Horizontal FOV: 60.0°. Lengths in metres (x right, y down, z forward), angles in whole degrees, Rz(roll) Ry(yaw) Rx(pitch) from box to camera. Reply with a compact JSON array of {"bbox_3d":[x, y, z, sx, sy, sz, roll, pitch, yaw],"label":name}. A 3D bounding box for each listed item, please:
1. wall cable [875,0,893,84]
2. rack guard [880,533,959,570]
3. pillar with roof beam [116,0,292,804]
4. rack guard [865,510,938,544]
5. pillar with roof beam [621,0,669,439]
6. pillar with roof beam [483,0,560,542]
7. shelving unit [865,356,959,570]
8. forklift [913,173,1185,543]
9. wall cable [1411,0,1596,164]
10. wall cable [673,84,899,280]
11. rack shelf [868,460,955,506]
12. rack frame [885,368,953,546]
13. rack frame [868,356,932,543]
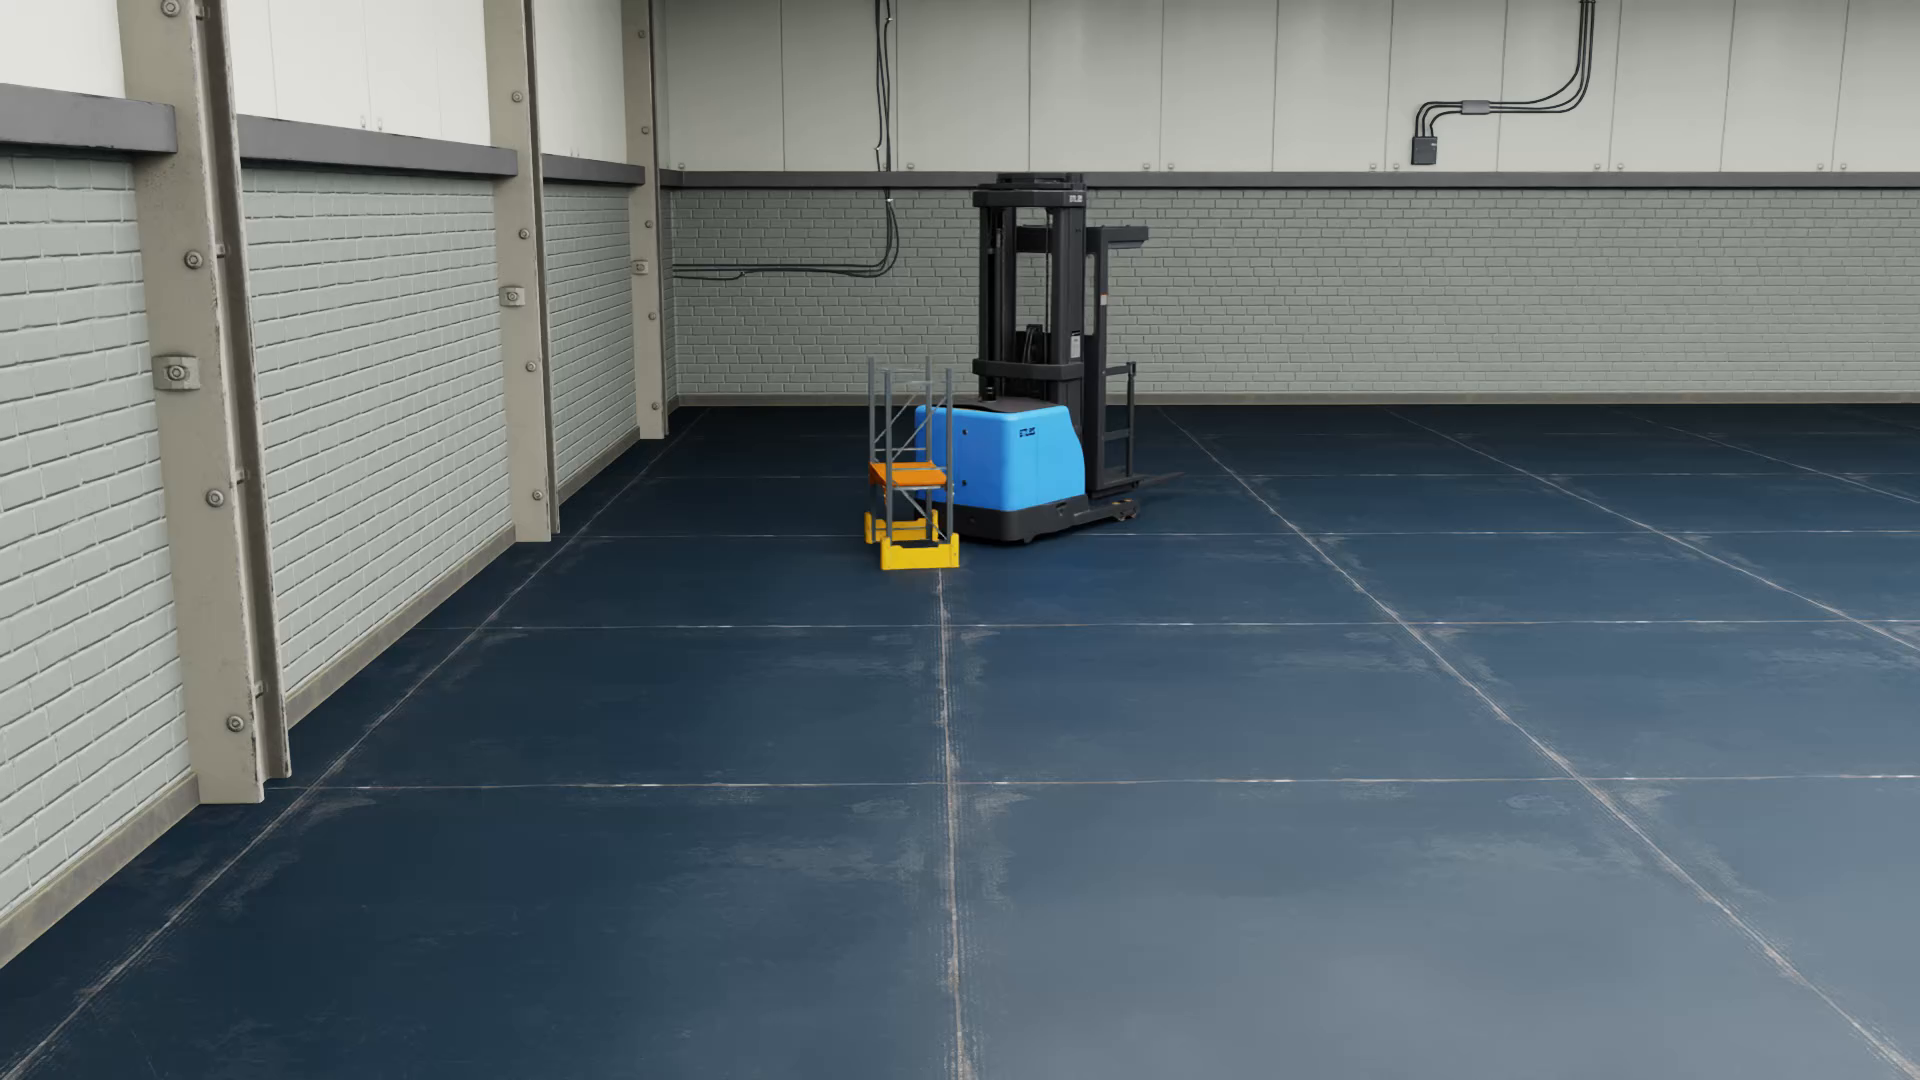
[{"bbox_3d":[0.352,-7.185,21.448,3.097,2.526,0.112,0,11,-1],"label":"wall cable"},{"bbox_3d":[-0.304,0.087,12.500,0.587,0.250,0.087,-2,12,-10],"label":"rack guard"},{"bbox_3d":[0.938,-3.262,7.003,9.100,9.000,0.400,0,11,-1],"label":"pillar with roof beam"},{"bbox_3d":[-0.474,-0.108,13.462,0.587,0.250,0.087,-2,12,-10],"label":"rack guard"},{"bbox_3d":[0.690,-5.647,18.761,9.100,9.000,0.400,0,11,-1],"label":"pillar with roof beam"},{"bbox_3d":[0.814,-4.454,12.882,9.100,9.000,0.400,0,11,-1],"label":"pillar with roof beam"},{"bbox_3d":[-0.389,-0.623,12.857,0.587,1.500,1.083,-2,12,-10],"label":"shelving unit"},{"bbox_3d":[0.917,-1.651,14.323,1.130,2.935,3.031,9,14,37],"label":"forklift"},{"bbox_3d":[7.139,-7.923,21.425,2.305,6.003,0.169,0,11,-1],"label":"wall cable"},{"bbox_3d":[-2.353,-4.699,21.895,3.097,2.526,0.112,0,11,-1],"label":"wall cable"},{"bbox_3d":[-0.391,-0.448,12.901,0.538,0.185,1.000,-2,12,-10],"label":"rack shelf"},{"bbox_3d":[-0.304,-0.525,12.375,0.500,1.500,0.032,-2,12,-10],"label":"rack frame"},{"bbox_3d":[-0.478,-0.724,13.356,0.500,1.500,0.032,-2,12,-10],"label":"rack frame"}]
